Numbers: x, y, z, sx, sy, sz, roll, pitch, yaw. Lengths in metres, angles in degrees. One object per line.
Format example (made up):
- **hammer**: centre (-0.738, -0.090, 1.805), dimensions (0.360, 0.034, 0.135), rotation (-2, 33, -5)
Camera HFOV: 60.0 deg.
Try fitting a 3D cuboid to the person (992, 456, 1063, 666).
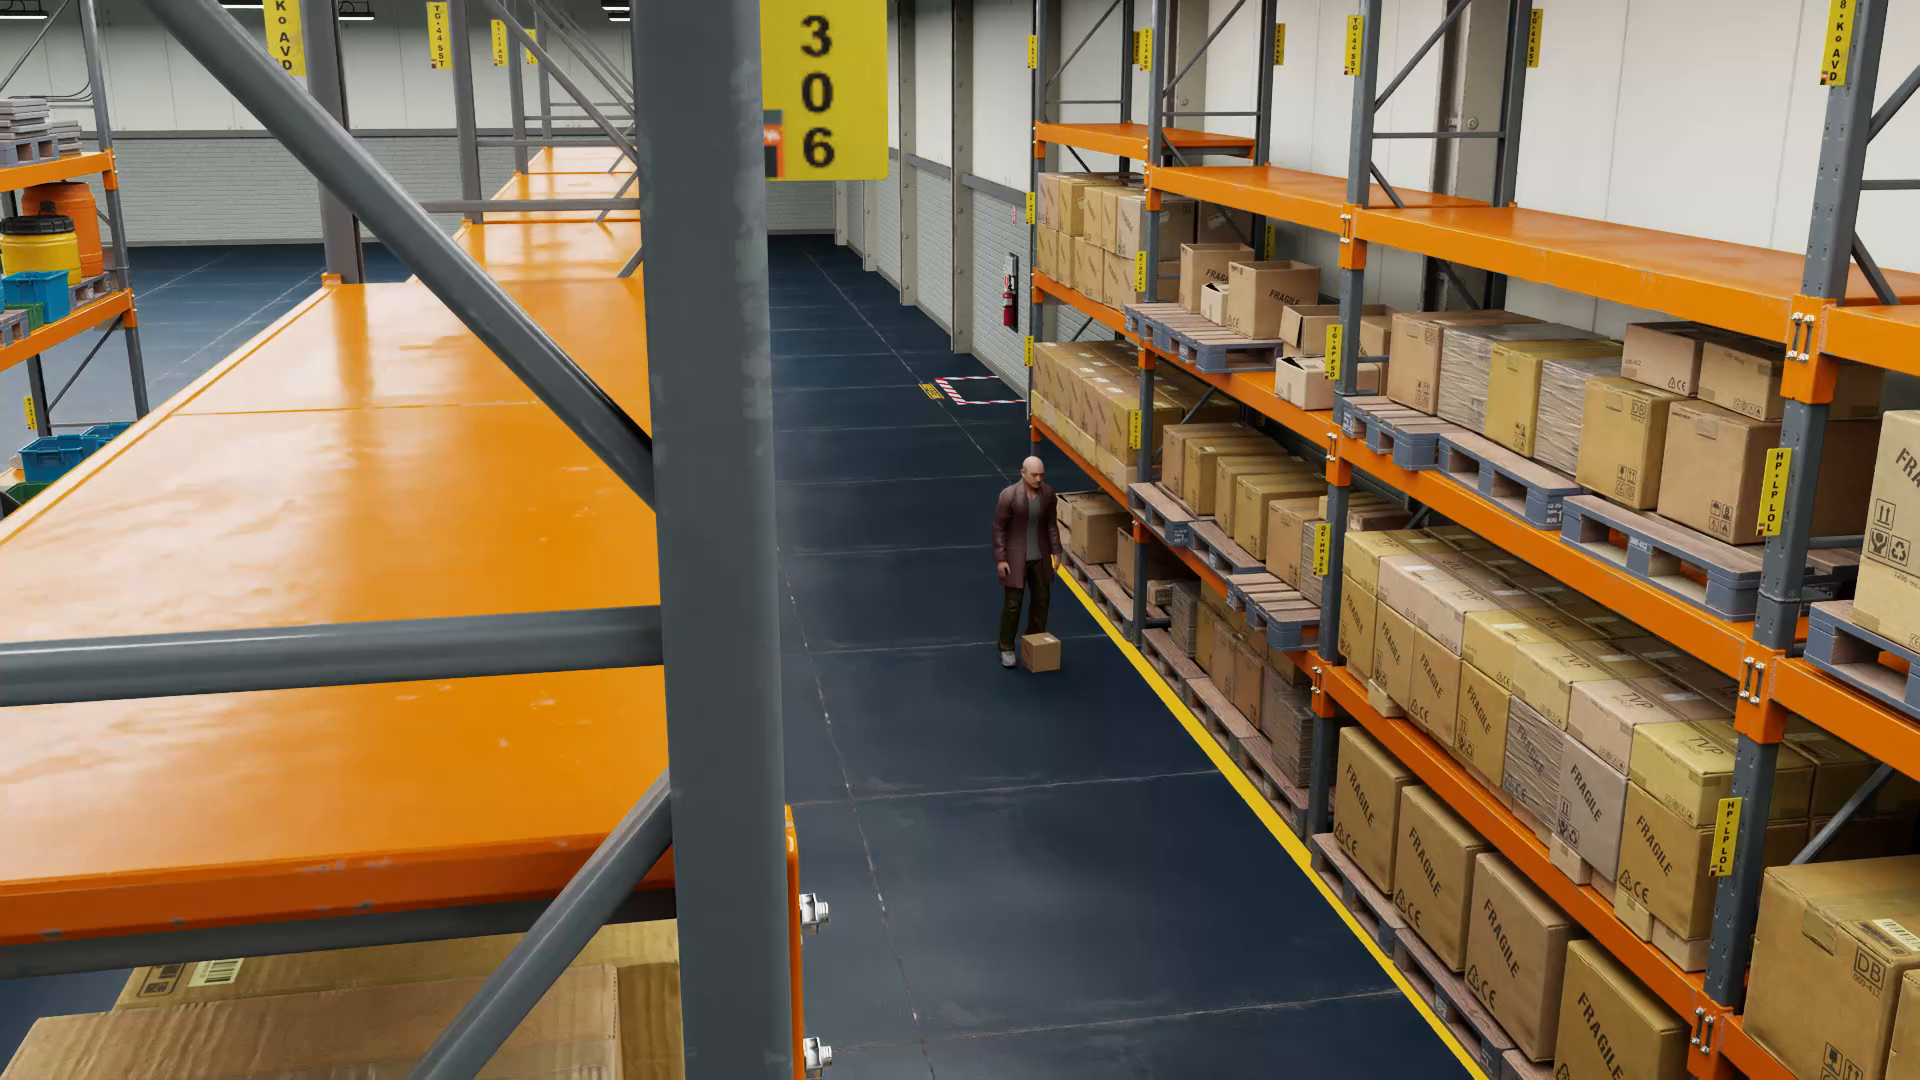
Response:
- **person**: centre (0.569, 0.155, 14.024), dimensions (0.642, 1.774, 0.423), rotation (-7, 18, -24)
